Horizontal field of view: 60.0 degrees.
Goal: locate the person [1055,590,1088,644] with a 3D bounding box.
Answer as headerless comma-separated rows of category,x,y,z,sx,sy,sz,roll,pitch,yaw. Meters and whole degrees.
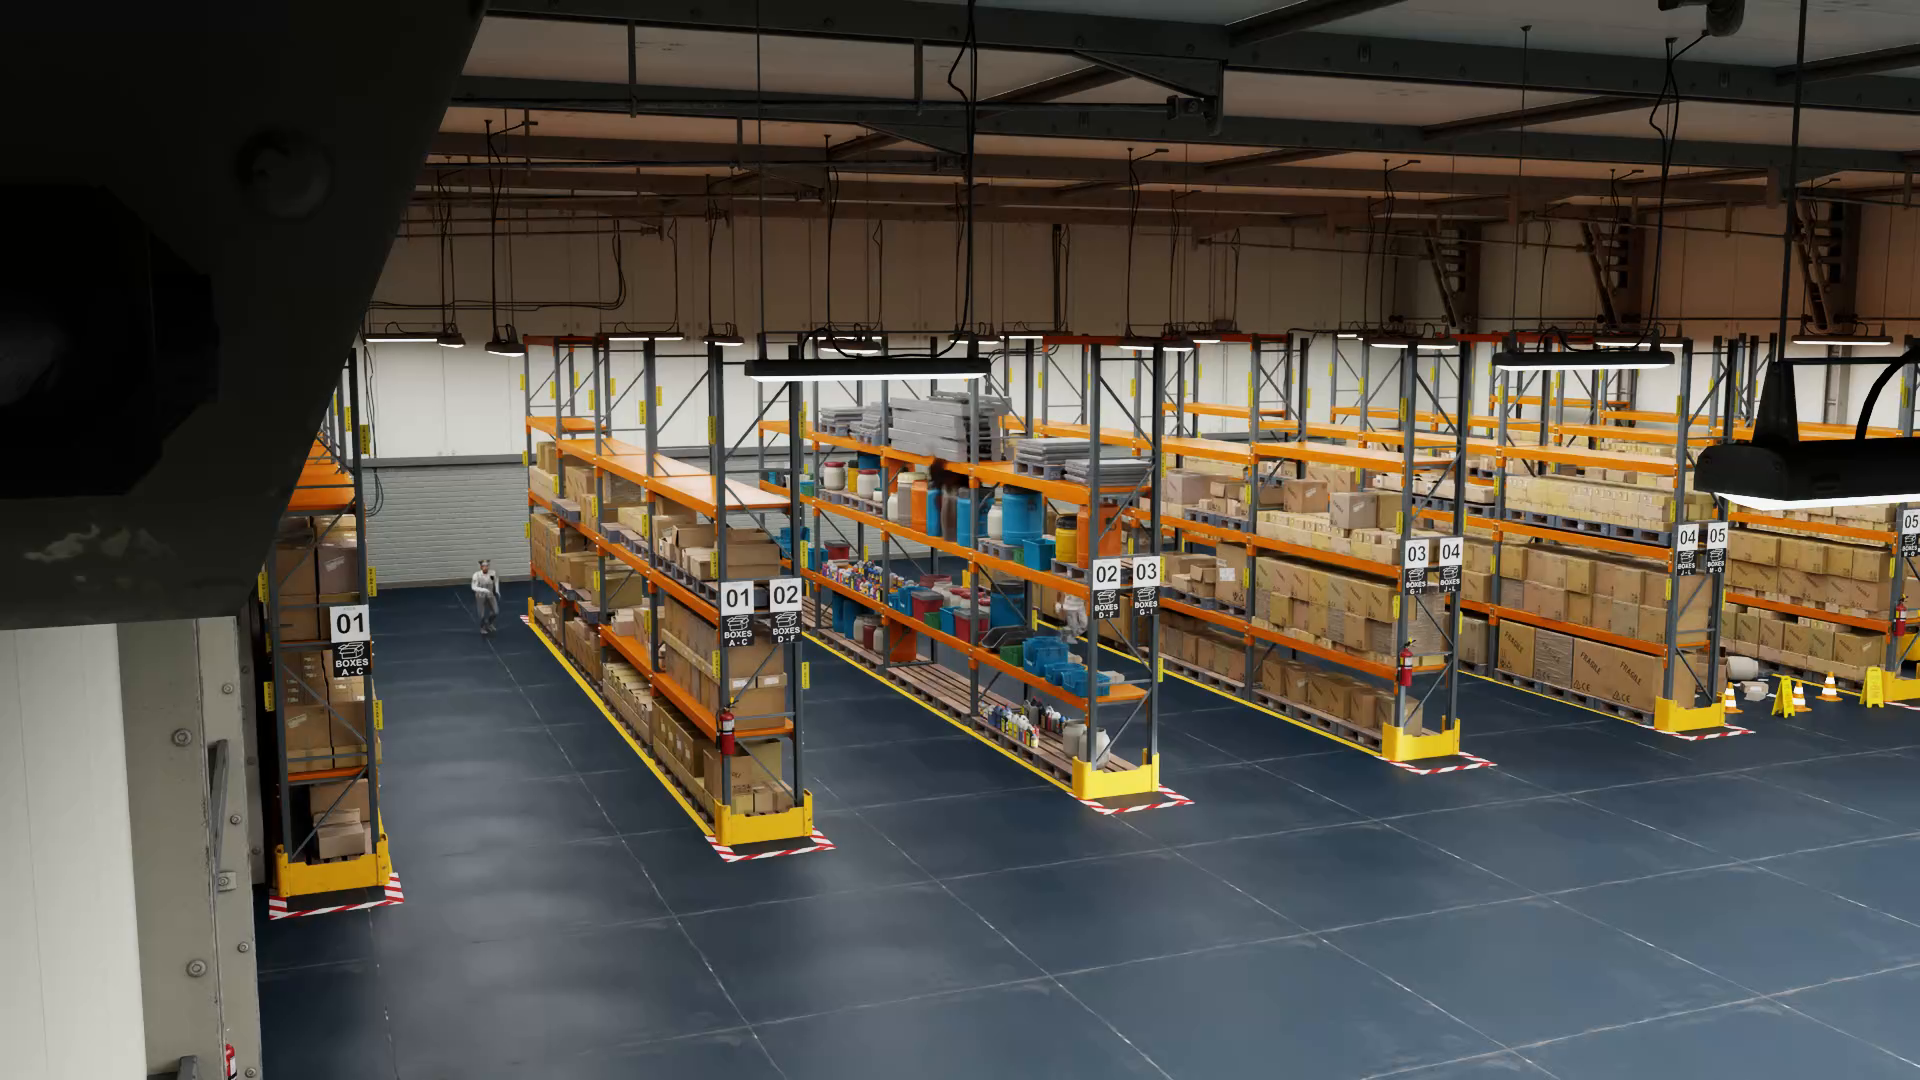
person,2.128,1.221,31.096,0.663,1.574,0.722,-5,9,-34

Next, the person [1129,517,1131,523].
person,4.015,0.312,38.850,0.677,1.766,0.803,-2,8,-16

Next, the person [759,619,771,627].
person,-3.384,1.521,30.251,0.682,1.597,1.069,-2,8,-14

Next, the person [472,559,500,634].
person,-9.472,1.138,33.256,0.606,1.570,0.777,-5,9,-31
